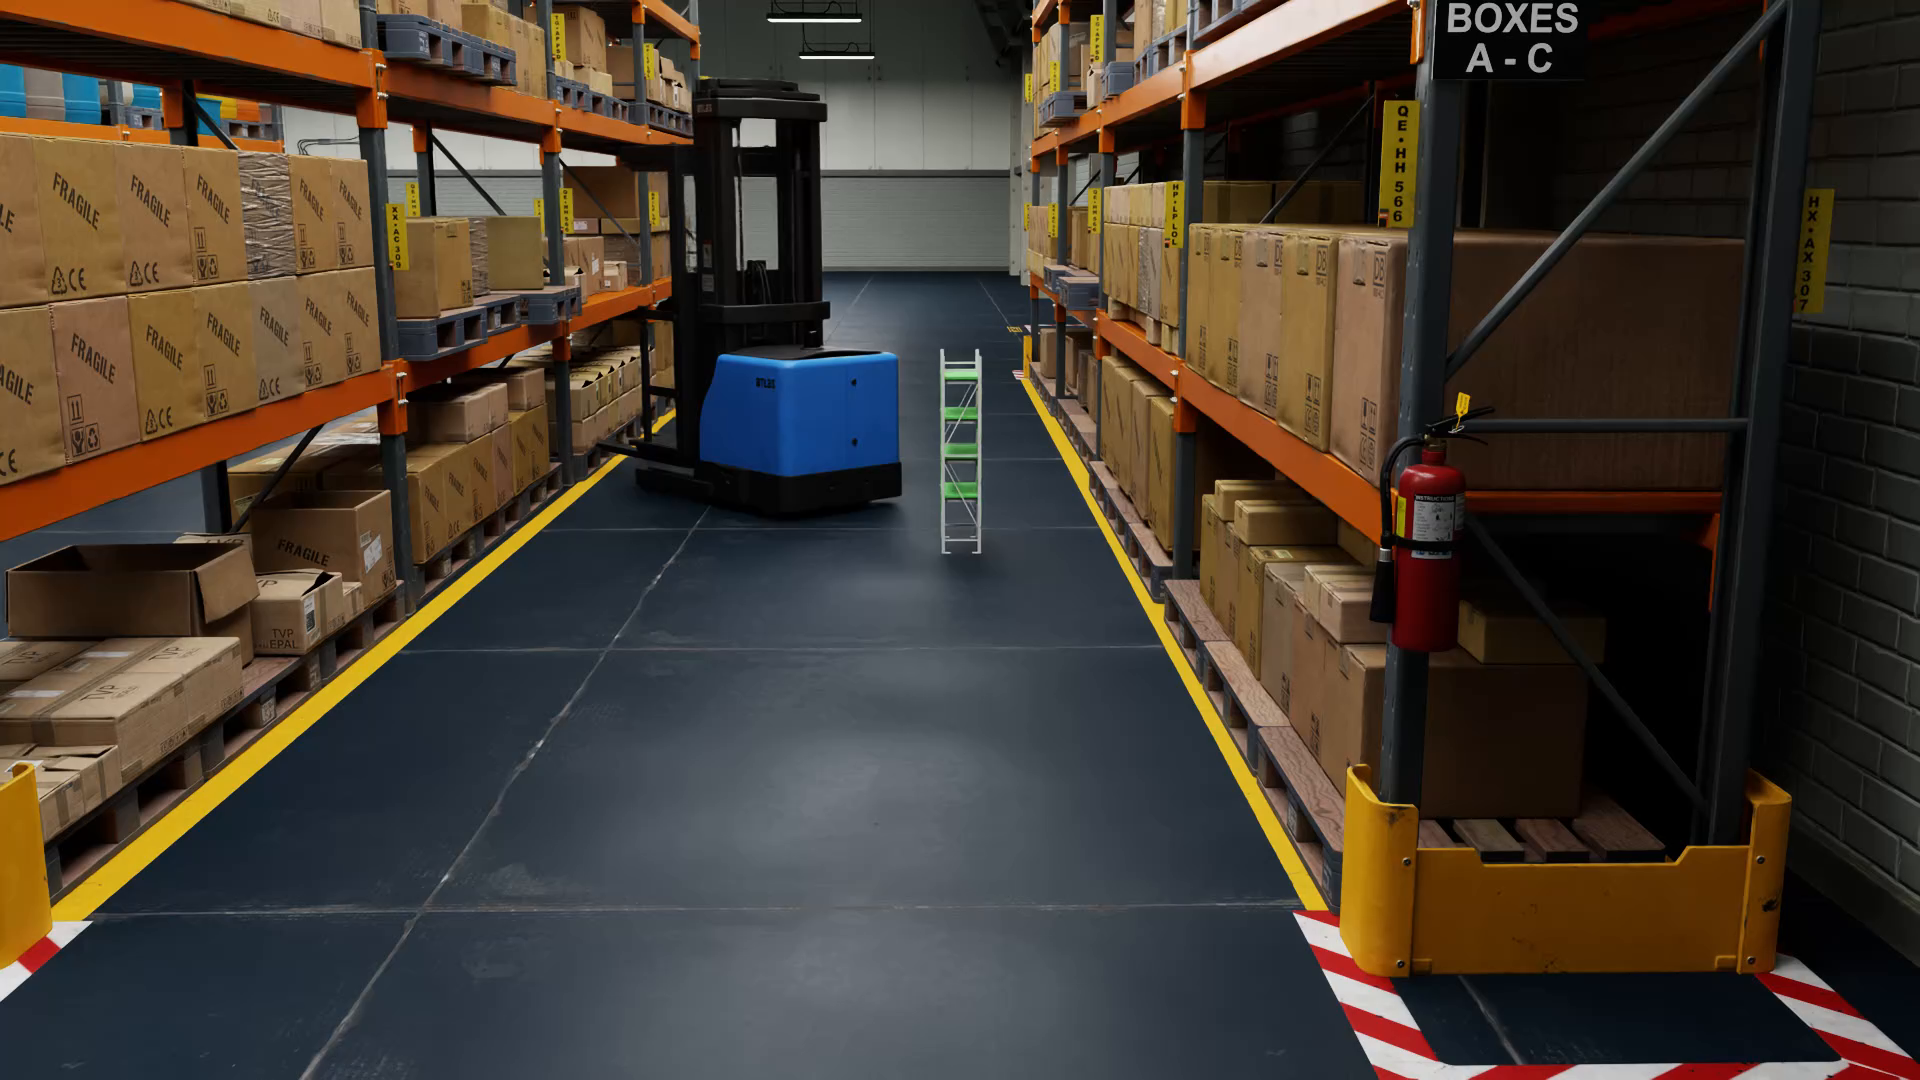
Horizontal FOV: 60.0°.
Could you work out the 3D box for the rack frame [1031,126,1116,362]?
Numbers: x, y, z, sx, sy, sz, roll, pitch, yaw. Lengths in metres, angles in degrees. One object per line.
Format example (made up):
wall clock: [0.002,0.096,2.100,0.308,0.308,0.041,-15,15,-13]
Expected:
rack frame: [1.368,-3.482,20.178,1.000,3.000,0.127,0,11,-1]

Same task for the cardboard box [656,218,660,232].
cardboard box: [-3.336,-3.290,17.349,0.380,0.149,0.250,-1,11,-3]

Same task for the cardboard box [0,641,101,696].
cardboard box: [-3.501,0.555,6.086,0.500,0.250,0.500,0,11,-1]

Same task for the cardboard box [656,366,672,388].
cardboard box: [-3.208,-1.618,16.847,0.500,0.250,0.500,0,11,-1]

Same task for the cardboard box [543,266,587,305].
cardboard box: [-3.244,-2.006,13.125,0.500,0.311,0.500,0,11,-2]

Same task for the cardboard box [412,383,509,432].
cardboard box: [-3.135,-0.829,10.397,0.500,0.250,0.500,0,11,-2]

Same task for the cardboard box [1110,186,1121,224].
cardboard box: [1.297,-2.266,11.247,0.500,0.250,0.500,0,11,-2]

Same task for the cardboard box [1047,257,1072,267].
cardboard box: [1.138,-2.716,16.730,0.500,0.250,0.500,0,11,-1]

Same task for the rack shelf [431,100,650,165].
rack shelf: [-3.461,-3.386,13.969,1.077,0.370,4.000,0,11,-1]

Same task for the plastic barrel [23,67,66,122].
plastic barrel: [-8.213,-4.132,14.576,0.600,0.901,0.600,0,11,0]

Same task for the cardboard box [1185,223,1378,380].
cardboard box: [1.611,-1.136,7.859,0.980,0.700,0.700,0,11,0]

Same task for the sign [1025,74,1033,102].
sign: [0.826,-5.378,19.782,0.100,0.325,0.005,0,11,-1]

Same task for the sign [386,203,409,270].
sign: [-2.794,-1.504,8.249,0.100,0.325,0.005,0,11,-1]

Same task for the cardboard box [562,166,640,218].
cardboard box: [-3.517,-3.439,16.451,0.700,0.500,0.500,0,11,-1]

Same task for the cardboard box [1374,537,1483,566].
cardboard box: [1.765,0.084,6.200,0.380,0.149,0.250,0,11,0]

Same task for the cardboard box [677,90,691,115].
cardboard box: [-3.297,-4.904,18.612,0.500,0.250,0.500,0,11,-1]

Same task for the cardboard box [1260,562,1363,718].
cardboard box: [1.563,0.380,6.375,0.700,0.500,0.500,-1,11,-3]

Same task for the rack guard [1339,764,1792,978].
rack guard: [1.699,0.928,4.726,1.175,0.500,0.348,0,11,-1]

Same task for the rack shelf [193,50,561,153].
rack shelf: [-3.378,-2.591,10.049,1.077,0.370,4.000,0,11,-1]

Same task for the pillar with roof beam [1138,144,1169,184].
pillar with roof beam: [-2.057,-6.269,18.826,9.100,9.000,0.400,0,11,-1]

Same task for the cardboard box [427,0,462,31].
cardboard box: [-3.304,-3.215,9.758,0.600,0.600,0.600,-1,11,-3]

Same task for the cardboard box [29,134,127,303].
cardboard box: [-3.018,-1.013,5.240,0.500,0.500,0.500,0,11,-1]

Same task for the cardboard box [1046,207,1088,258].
cardboard box: [1.132,-3.083,16.654,0.500,0.500,0.500,0,11,-1]

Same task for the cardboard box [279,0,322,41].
cardboard box: [-3.061,-2.277,7.072,0.500,0.250,0.500,0,11,-1]

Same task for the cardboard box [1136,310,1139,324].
cardboard box: [1.368,-1.508,11.028,0.380,0.149,0.250,0,11,0]

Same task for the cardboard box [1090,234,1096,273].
cardboard box: [1.466,-2.497,13.967,0.700,0.500,0.500,0,11,-1]

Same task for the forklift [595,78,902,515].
forklift: [-1.770,-1.839,12.251,1.130,2.935,3.031,-10,15,-41]

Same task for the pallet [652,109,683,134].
pallet: [-3.568,-4.504,17.893,1.003,0.211,1.213,0,11,-1]

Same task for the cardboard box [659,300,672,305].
cardboard box: [-3.276,-2.581,19.712,0.500,0.500,0.500,0,11,-1]

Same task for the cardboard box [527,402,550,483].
cardboard box: [-3.165,-0.676,11.529,0.500,0.500,0.500,0,11,1]

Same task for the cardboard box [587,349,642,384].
cardboard box: [-3.190,-1.616,15.430,0.500,0.311,0.500,0,11,0]

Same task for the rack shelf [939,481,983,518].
rack shelf: [0.003,-0.257,10.338,0.258,0.148,0.480,0,11,-1]

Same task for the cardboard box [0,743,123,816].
cardboard box: [-2.924,0.758,5.297,0.380,0.166,0.250,0,11,-1]

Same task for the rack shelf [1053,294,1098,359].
rack shelf: [1.492,-1.937,14.371,1.077,0.370,4.000,0,11,-1]

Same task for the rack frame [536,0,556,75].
rack frame: [-3.419,-4.811,11.639,1.000,3.000,0.127,0,11,-1]

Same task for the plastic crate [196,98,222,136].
plastic crate: [-8.197,-4.526,17.819,0.392,0.384,0.575,0,11,-1]

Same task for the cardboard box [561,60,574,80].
cardboard box: [-3.524,-3.888,13.955,0.500,0.250,0.500,-1,12,-6]

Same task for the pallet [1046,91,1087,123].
pallet: [1.381,-3.736,14.356,1.213,0.211,1.003,0,11,-1]

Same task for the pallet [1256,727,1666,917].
pallet: [1.604,0.906,5.560,1.003,0.211,1.213,0,11,-1]

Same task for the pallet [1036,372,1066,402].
pallet: [1.373,-1.697,18.392,1.003,0.211,1.213,0,11,-1]

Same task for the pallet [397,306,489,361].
pallet: [-3.244,-1.141,9.121,1.003,0.211,1.213,0,11,-1]

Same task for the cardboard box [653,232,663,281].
cardboard box: [-3.541,-3.008,17.588,0.700,0.500,0.500,0,11,0]

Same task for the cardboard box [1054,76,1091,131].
cardboard box: [1.193,-4.316,16.441,0.500,0.500,0.500,0,11,0]

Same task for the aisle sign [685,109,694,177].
aisle sign: [-3.292,-4.749,19.886,0.394,0.787,0.004,0,11,-1]

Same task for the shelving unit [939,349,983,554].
shelving unit: [0.003,-0.555,10.278,0.258,1.200,0.503,0,11,-1]

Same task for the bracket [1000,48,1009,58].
bracket: [1.281,-13.930,47.537,0.235,0.232,0.430,0,11,-1]

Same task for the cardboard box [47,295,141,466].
cardboard box: [-3.015,-0.521,5.333,0.500,0.500,0.500,0,11,-2]

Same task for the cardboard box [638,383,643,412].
cardboard box: [-3.195,-1.342,15.491,0.500,0.250,0.500,0,11,-2]

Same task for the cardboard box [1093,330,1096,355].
cardboard box: [1.495,-1.811,15.237,0.500,0.250,0.500,0,11,-2]

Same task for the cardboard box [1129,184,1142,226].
cardboard box: [1.328,-2.065,10.257,0.500,0.250,0.500,0,11,-2]

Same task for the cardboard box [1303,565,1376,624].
cardboard box: [1.393,0.185,5.700,0.380,0.149,0.250,0,11,0]

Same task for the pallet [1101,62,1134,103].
pallet: [1.600,-3.142,11.430,1.213,0.211,1.003,0,11,1]

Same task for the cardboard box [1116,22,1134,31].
cardboard box: [1.726,-4.804,16.335,0.500,0.500,0.500,0,11,0]

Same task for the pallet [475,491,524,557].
pallet: [-3.419,-0.114,10.588,1.003,0.211,1.213,0,11,-1]

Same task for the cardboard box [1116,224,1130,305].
cardboard box: [1.298,-1.796,10.817,0.500,0.500,0.500,0,11,-1]

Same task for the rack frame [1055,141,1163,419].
rack frame: [1.451,-2.687,16.259,1.000,3.000,0.127,0,11,-1]
